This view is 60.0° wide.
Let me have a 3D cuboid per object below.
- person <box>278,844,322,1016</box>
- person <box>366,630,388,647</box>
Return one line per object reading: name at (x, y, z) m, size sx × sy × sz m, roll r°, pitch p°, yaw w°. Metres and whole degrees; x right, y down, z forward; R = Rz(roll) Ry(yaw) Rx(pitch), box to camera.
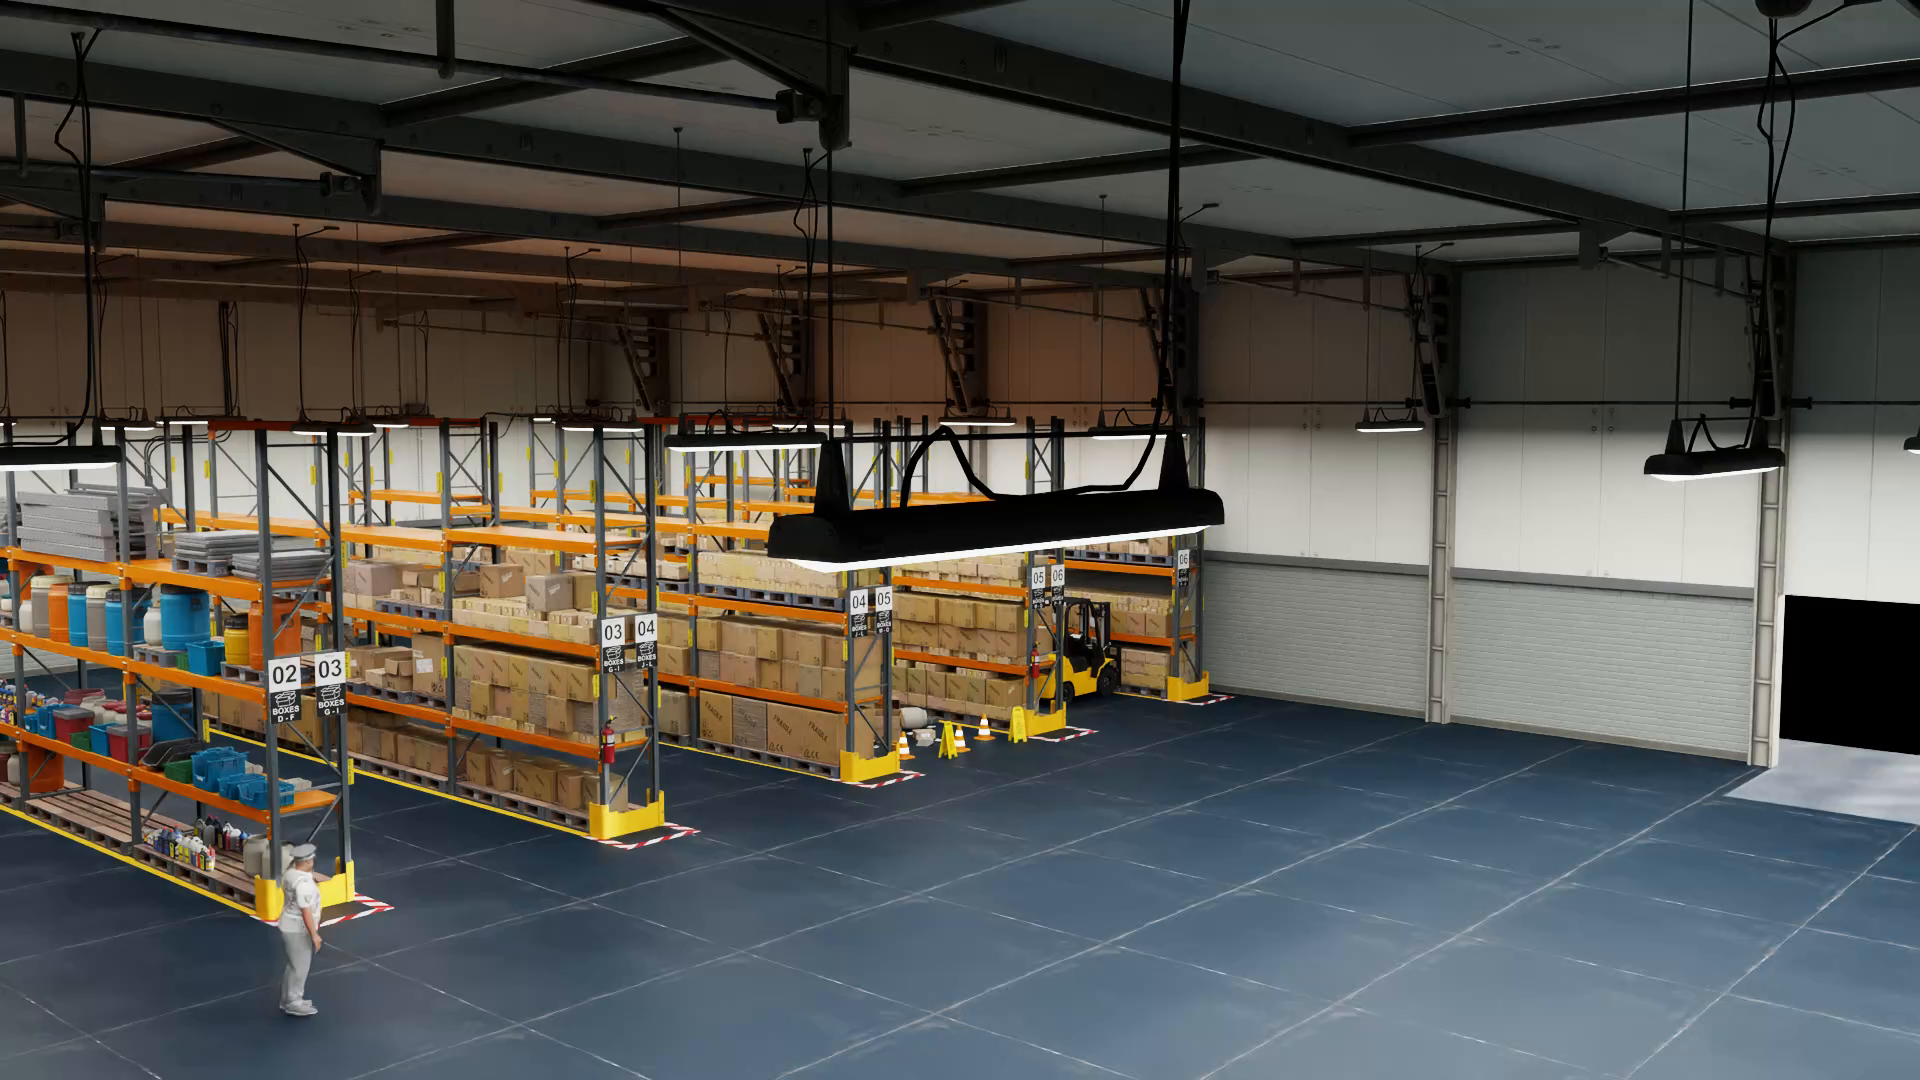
person at (-6.830, 4.030, 17.204) m, size 0.413 × 1.760 × 0.593 m, roll -2°, pitch 5°, yaw -27°
person at (-14.194, 2.112, 40.399) m, size 0.607 × 1.755 × 0.658 m, roll 5°, pitch 7°, yaw 43°
